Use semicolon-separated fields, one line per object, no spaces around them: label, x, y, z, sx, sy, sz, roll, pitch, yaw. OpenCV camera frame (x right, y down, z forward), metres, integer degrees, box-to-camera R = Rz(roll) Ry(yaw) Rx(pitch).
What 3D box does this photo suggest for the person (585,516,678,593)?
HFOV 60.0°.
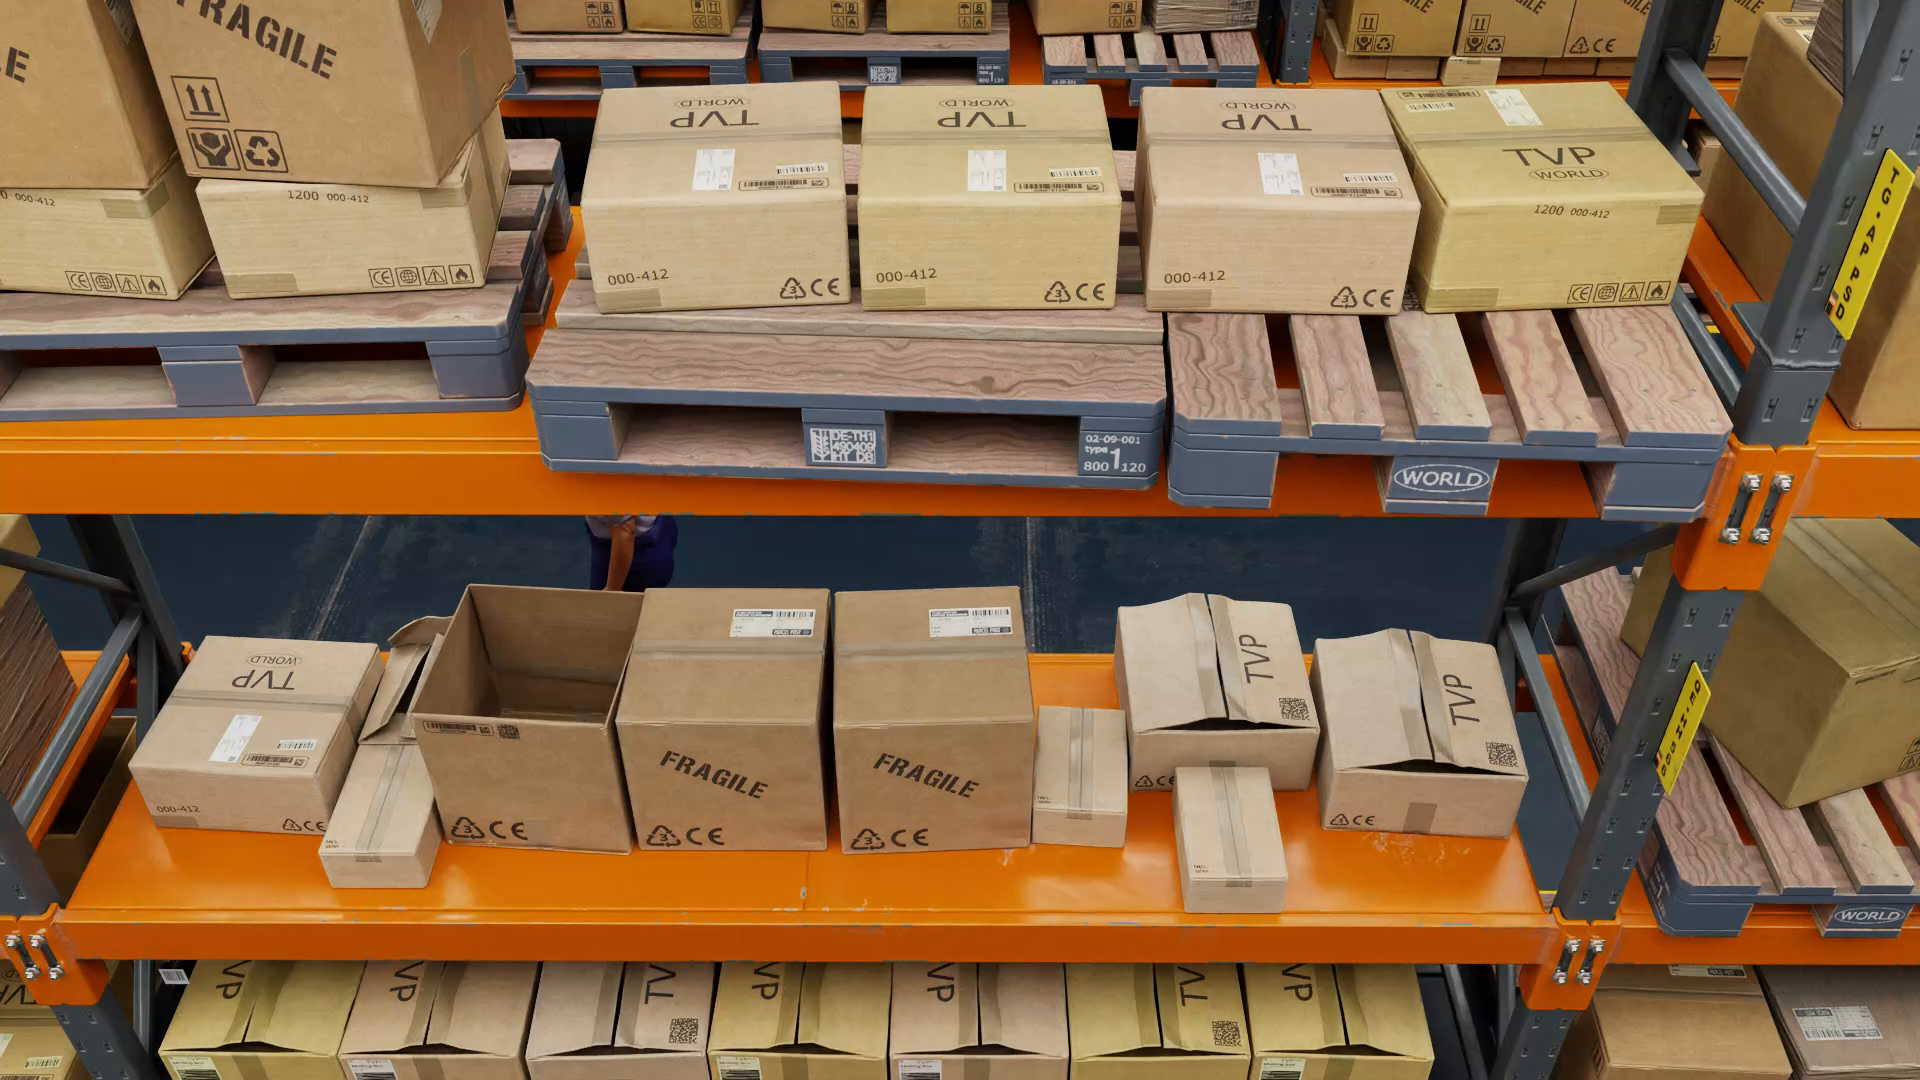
person;-1.281;0.030;6.138;0.391;1.636;0.562;-2;40;-3
